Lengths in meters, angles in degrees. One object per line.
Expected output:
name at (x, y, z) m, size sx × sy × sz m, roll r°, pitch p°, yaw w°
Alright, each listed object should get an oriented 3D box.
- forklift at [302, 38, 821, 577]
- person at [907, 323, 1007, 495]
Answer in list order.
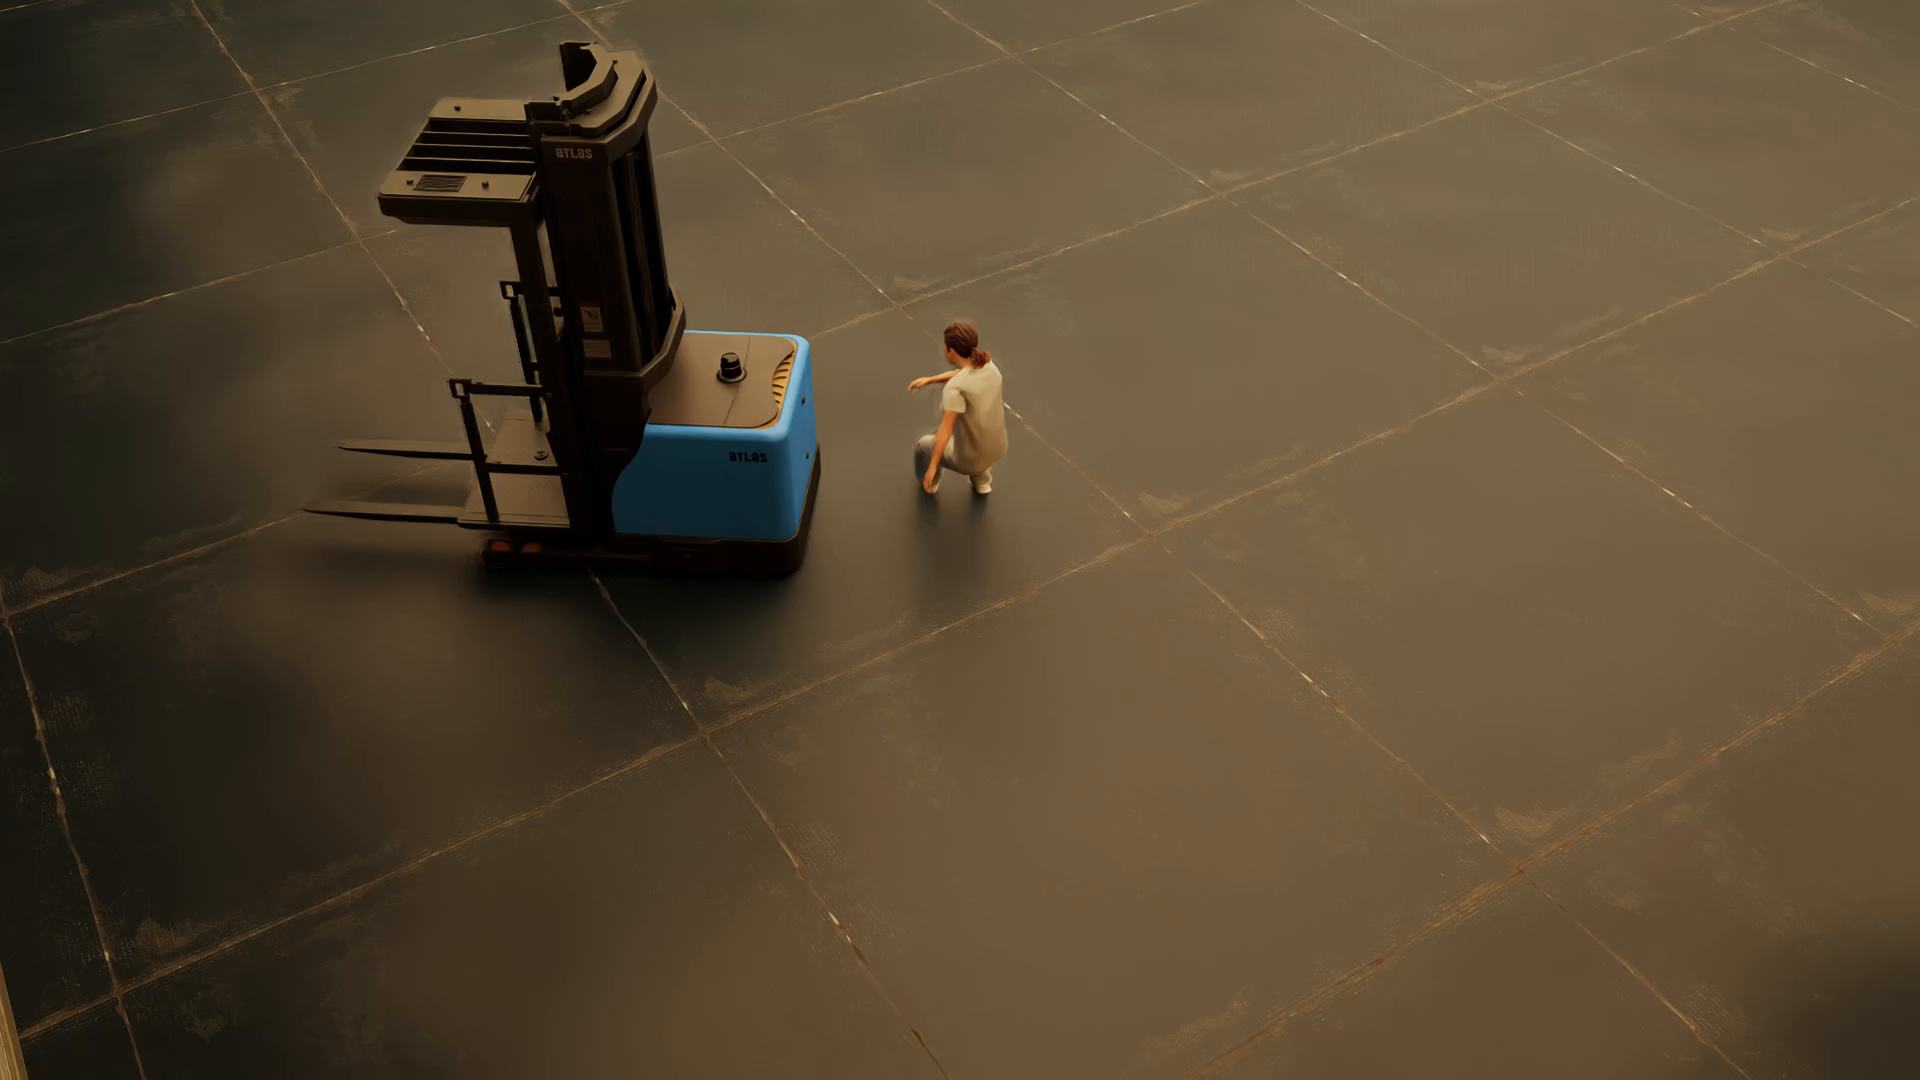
forklift at (-2.417, -1.268, 9.322) m, size 3.031 × 2.935 × 1.130 m, roll 3°, pitch 41°, yaw 3°
person at (-0.134, -0.646, 9.784) m, size 0.971 × 1.420 × 0.903 m, roll -32°, pitch 51°, yaw -32°
